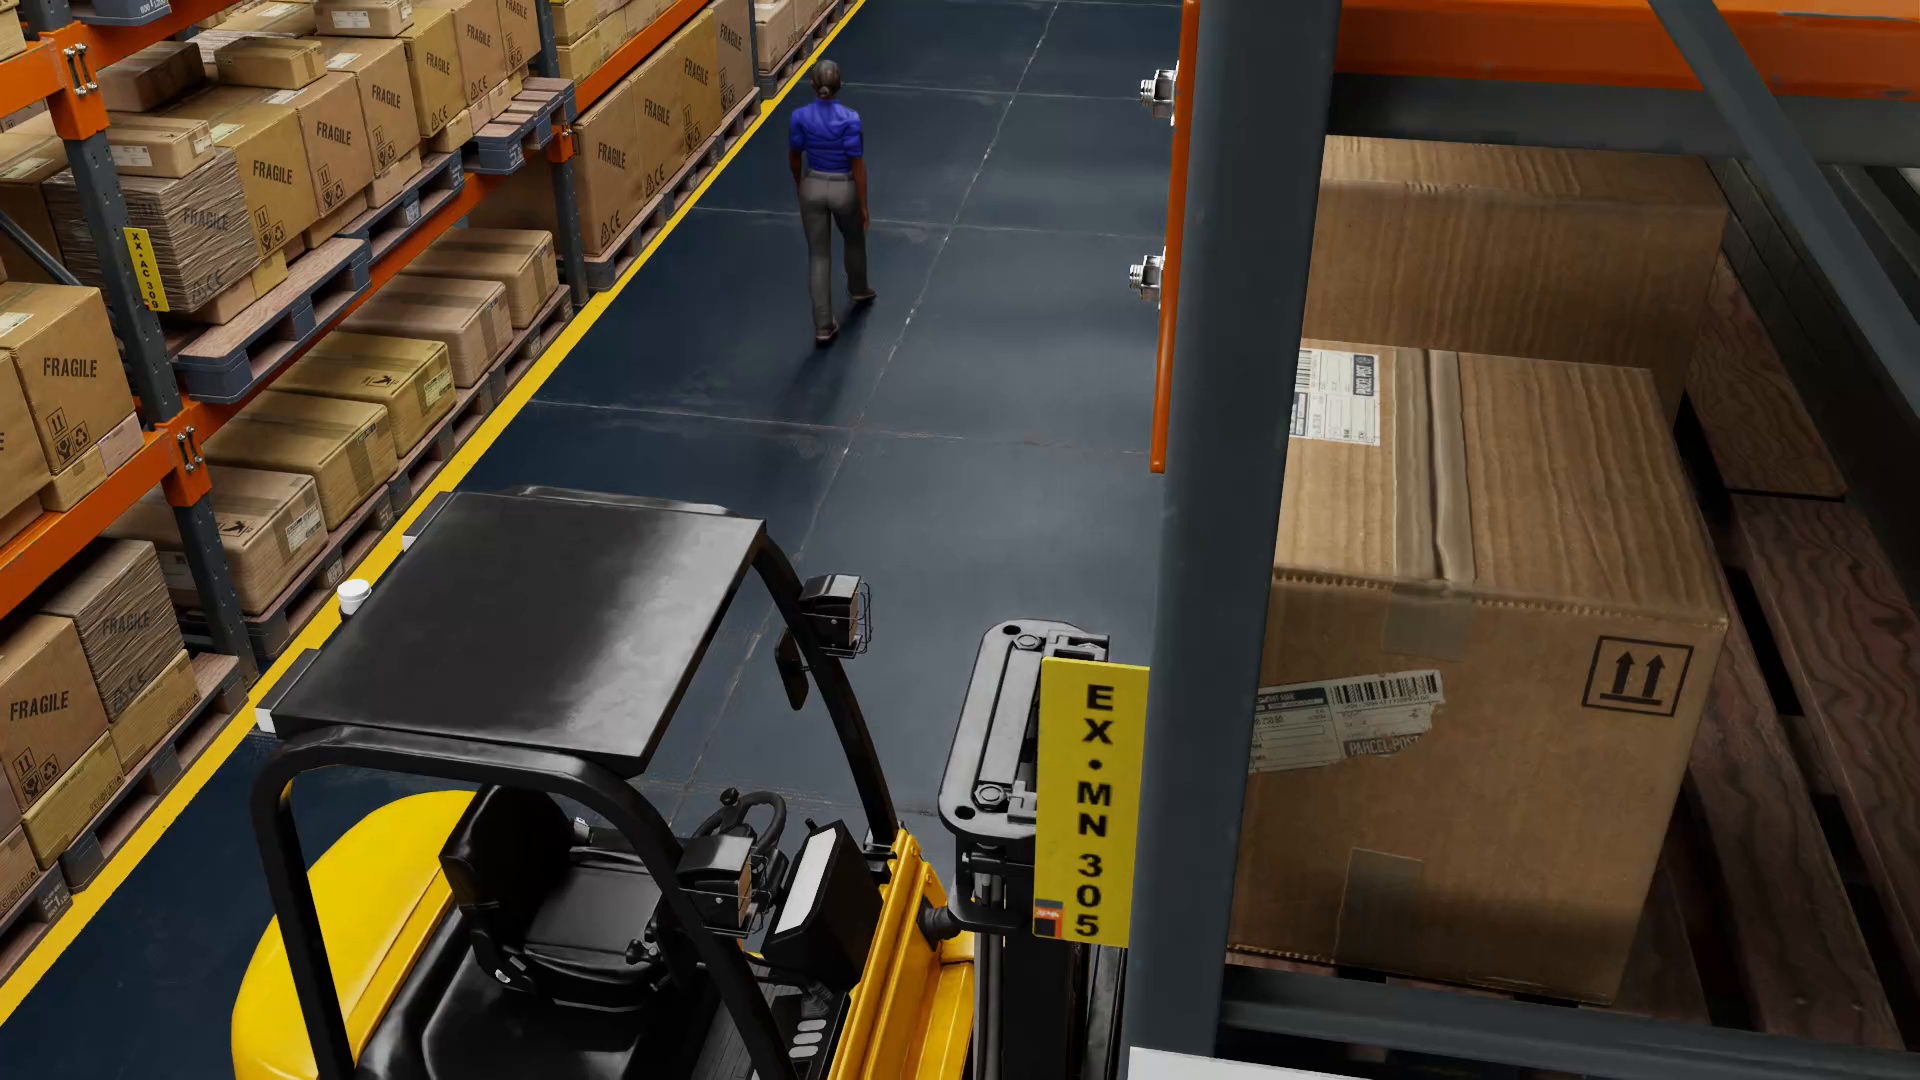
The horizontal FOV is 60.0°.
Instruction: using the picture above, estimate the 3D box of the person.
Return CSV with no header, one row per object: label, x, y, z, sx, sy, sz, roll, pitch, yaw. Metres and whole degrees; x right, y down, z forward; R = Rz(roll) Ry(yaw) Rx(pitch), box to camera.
person,-0.759,-2.066,9.864,0.484,1.635,0.875,2,33,4
